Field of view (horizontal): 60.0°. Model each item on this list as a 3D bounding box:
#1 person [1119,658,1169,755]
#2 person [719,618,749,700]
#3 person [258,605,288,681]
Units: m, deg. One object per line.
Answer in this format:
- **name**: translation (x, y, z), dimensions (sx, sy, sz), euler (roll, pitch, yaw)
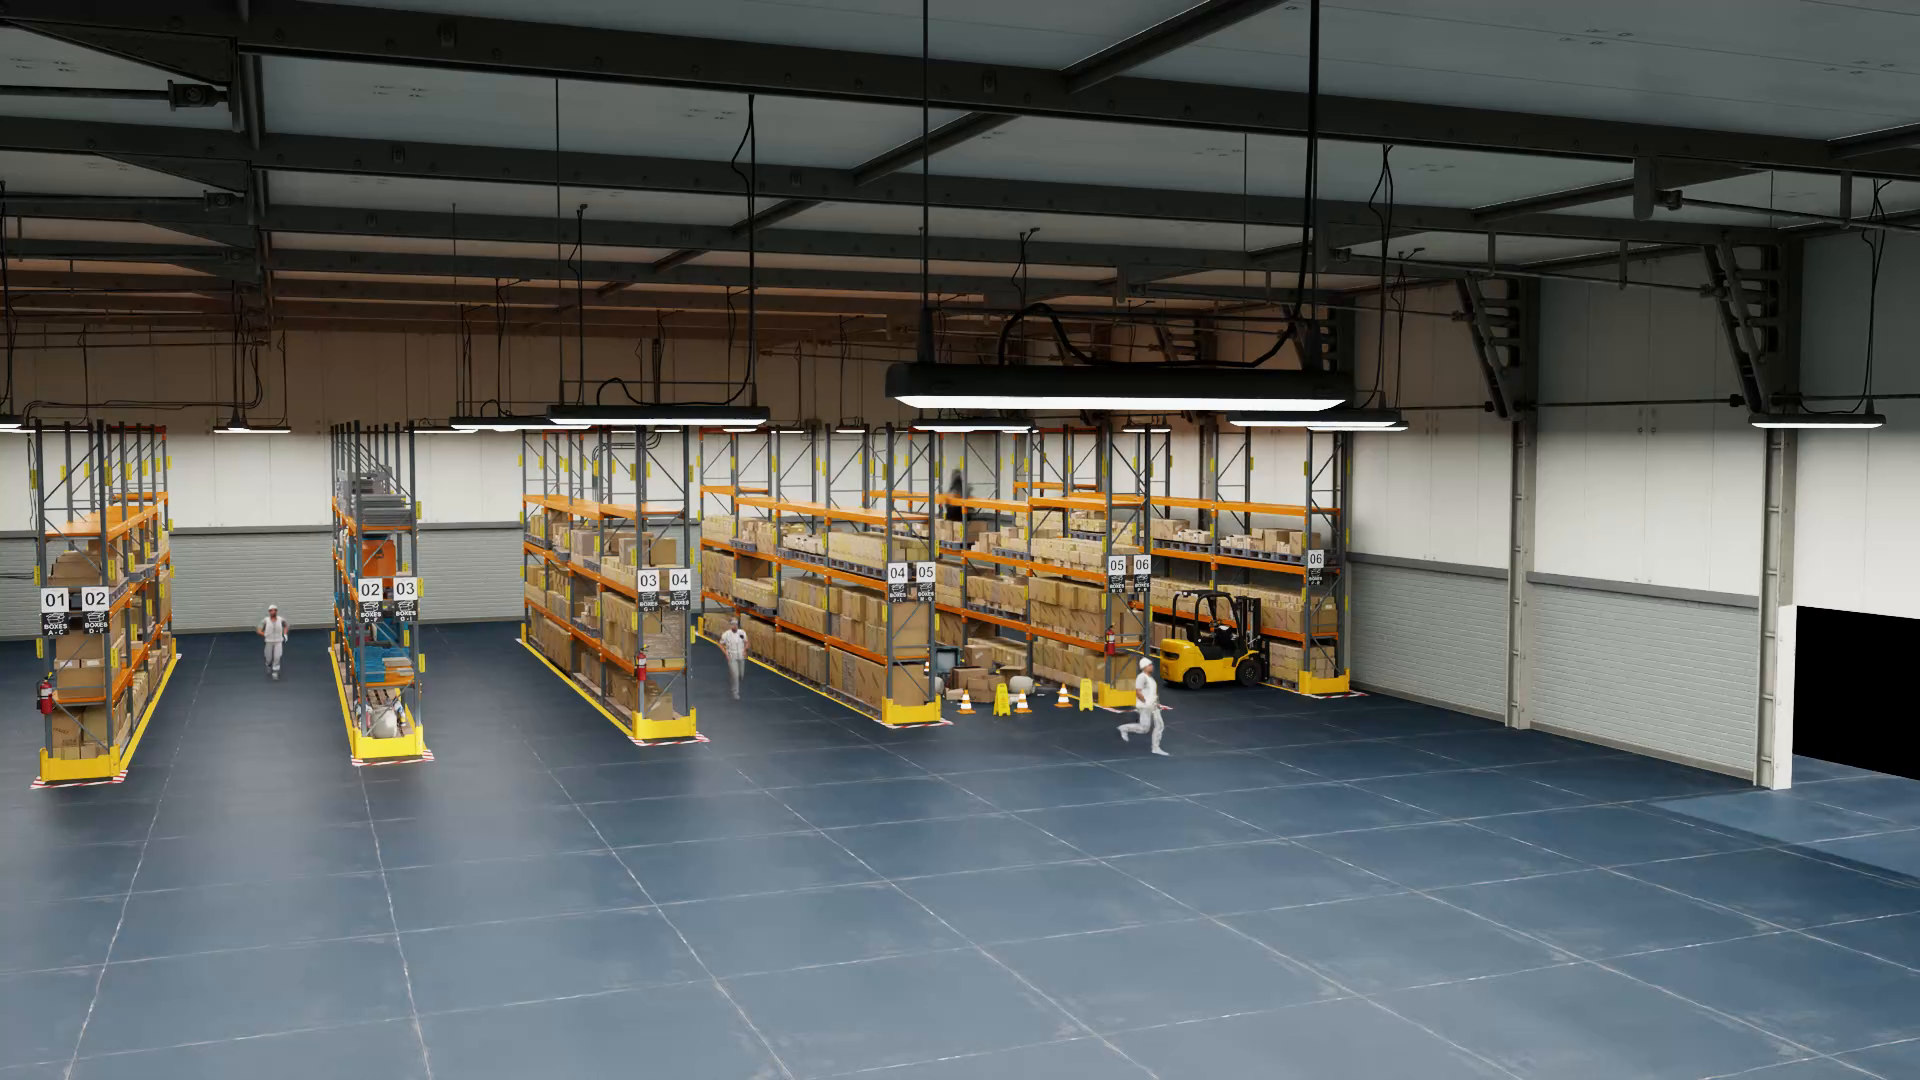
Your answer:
- **person**: translation (3.324, 2.999, 29.993), dimensions (0.898, 1.749, 0.676), euler (2, 4, 26)
- **person**: translation (-4.938, 2.570, 36.406), dimensions (0.657, 1.776, 0.773), euler (-2, 4, -25)
- **person**: translation (-16.112, 2.402, 39.023), dimensions (0.663, 1.757, 0.782), euler (-2, 4, -28)
